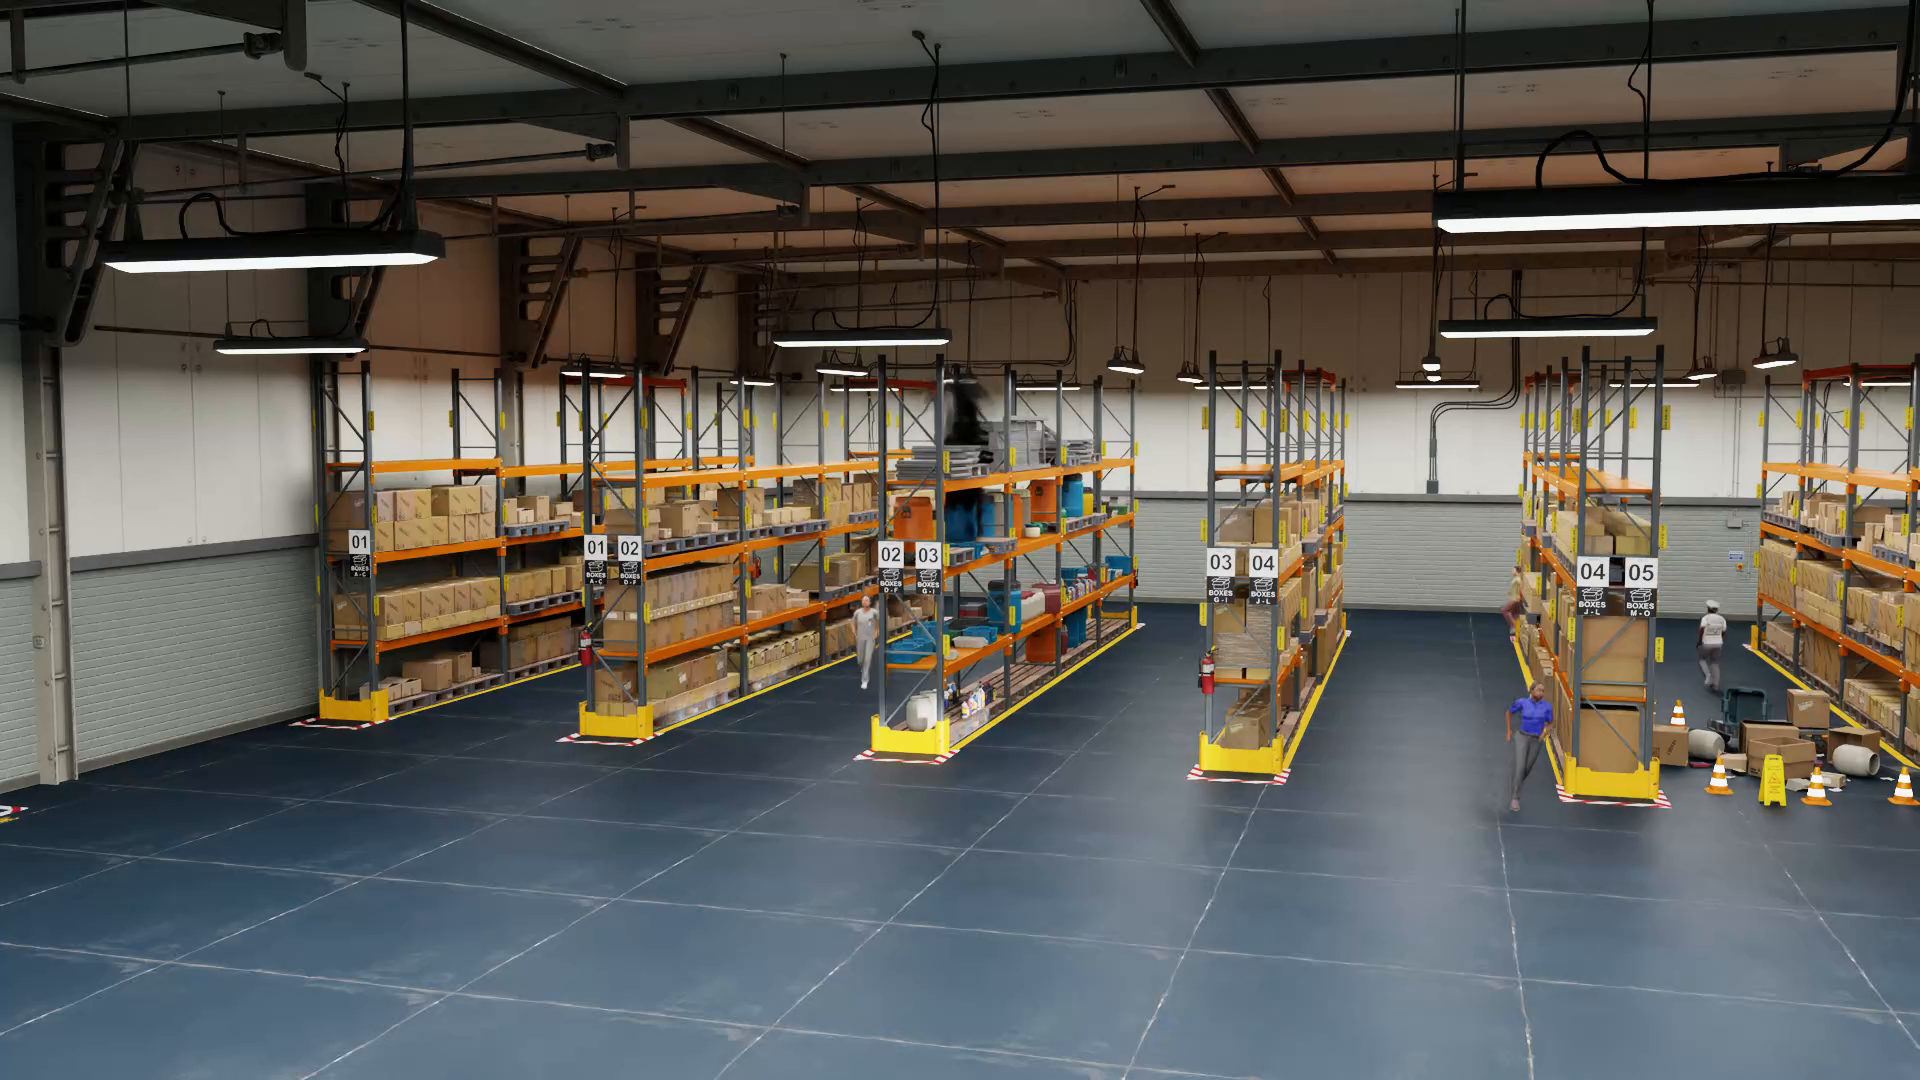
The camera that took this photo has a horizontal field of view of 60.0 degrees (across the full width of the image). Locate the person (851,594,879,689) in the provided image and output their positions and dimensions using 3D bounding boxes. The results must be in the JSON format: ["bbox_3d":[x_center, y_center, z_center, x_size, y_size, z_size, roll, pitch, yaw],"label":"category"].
[{"bbox_3d":[-1.659,1.790,29.648,0.576,1.650,0.711,0,4,5],"label":"person"}]

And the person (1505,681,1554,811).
[{"bbox_3d":[7.410,2.634,21.639,0.610,1.634,0.882,0,4,5],"label":"person"}]

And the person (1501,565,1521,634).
[{"bbox_3d":[12.998,1.405,38.943,0.621,1.633,0.640,2,4,20],"label":"person"}]

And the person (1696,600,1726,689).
[{"bbox_3d":[14.027,1.954,31.117,0.551,1.643,0.664,0,4,3],"label":"person"}]

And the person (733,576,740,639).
[{"bbox_3d":[-4.573,1.612,35.102,0.694,1.763,0.991,1,4,11],"label":"person"}]
